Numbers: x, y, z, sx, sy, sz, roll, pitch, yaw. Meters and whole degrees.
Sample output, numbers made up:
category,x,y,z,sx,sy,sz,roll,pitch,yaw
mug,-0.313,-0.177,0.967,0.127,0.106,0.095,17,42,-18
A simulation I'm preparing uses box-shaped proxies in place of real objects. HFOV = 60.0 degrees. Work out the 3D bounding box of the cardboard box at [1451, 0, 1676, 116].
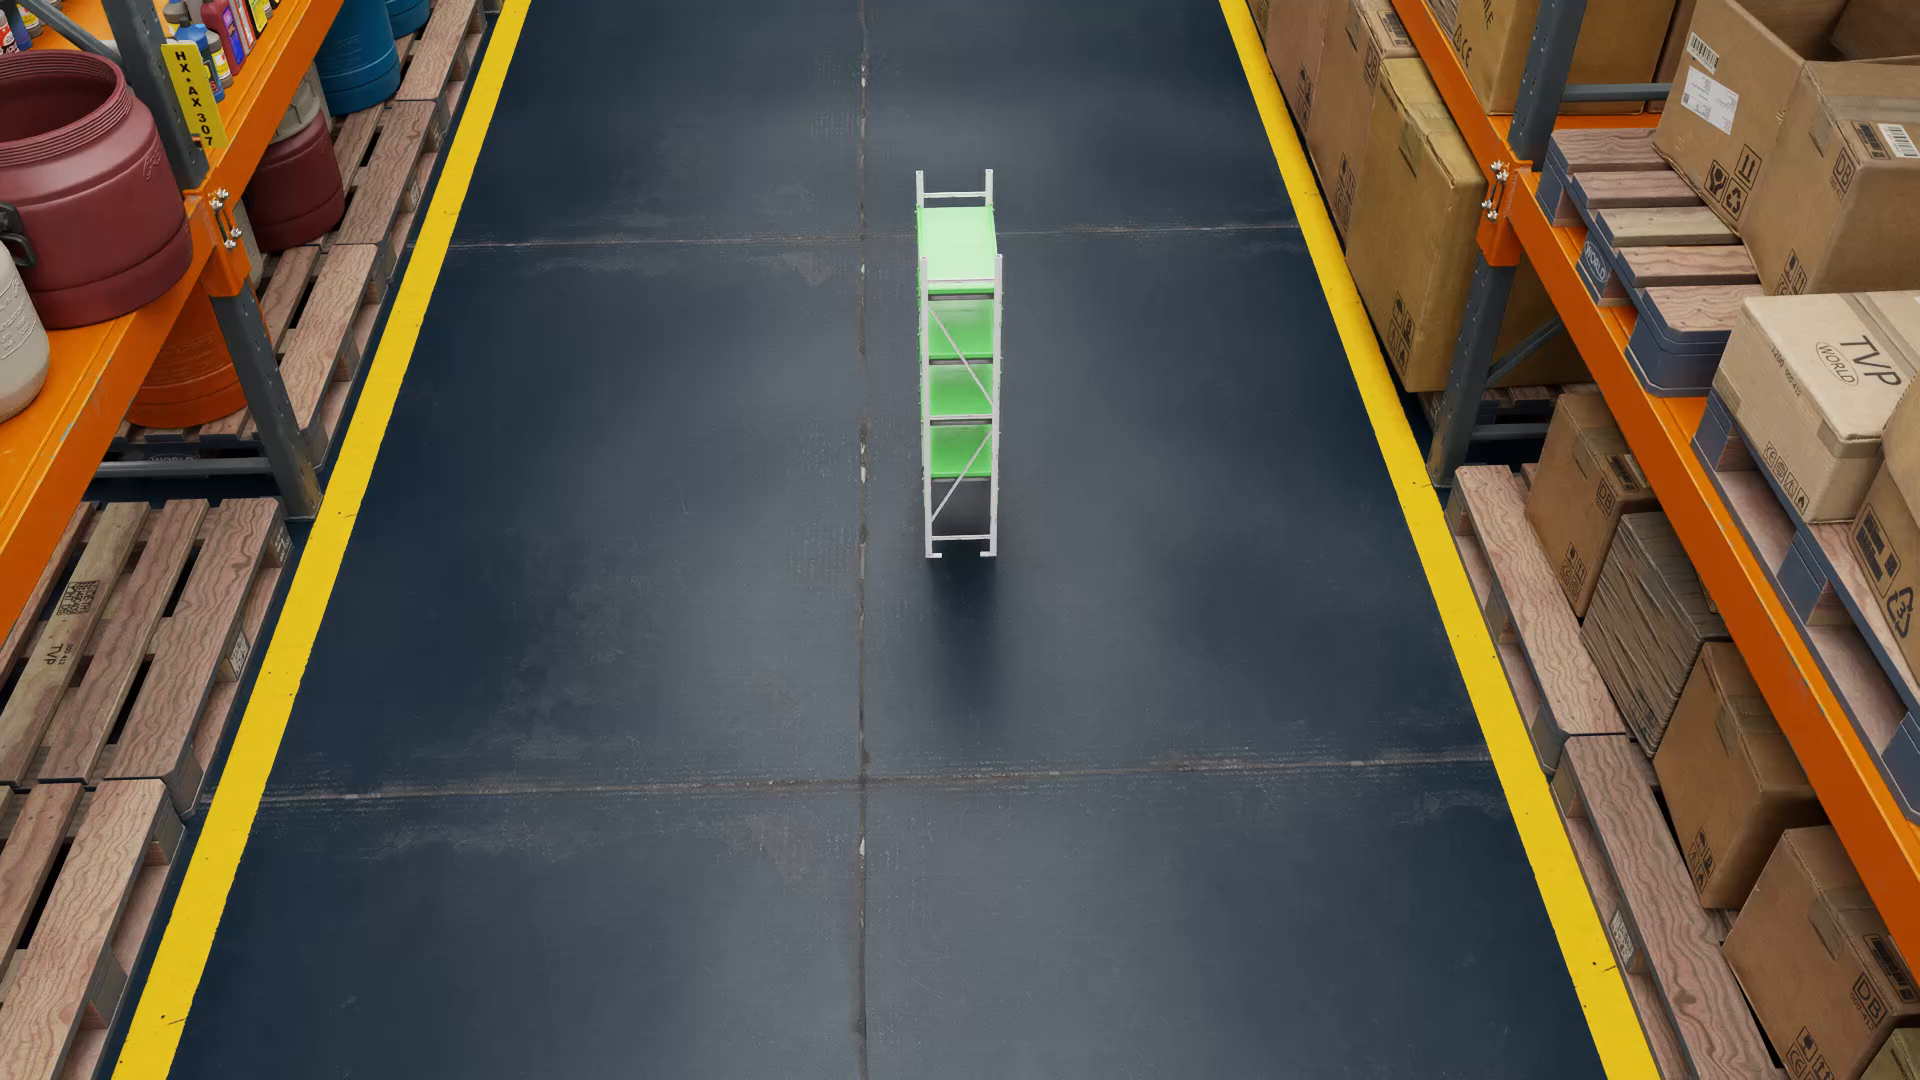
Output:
category,x,y,z,sx,sy,sz,roll,pitch,yaw
cardboard box,1.922,-1.704,5.315,0.500,0.500,0.500,0,43,0

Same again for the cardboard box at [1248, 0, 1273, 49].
category,x,y,z,sx,sy,sz,roll,pitch,yaw
cardboard box,2.068,-2.981,8.044,1.225,0.875,0.875,-2,43,-2

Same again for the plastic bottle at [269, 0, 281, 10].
category,x,y,z,sx,sy,sz,roll,pitch,yaw
plastic bottle,-2.443,-2.017,5.817,0.061,0.283,0.133,-2,43,-2

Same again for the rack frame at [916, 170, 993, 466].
category,x,y,z,sx,sy,sz,roll,pitch,yaw
rack frame,-0.017,-0.719,5.646,0.240,1.200,0.015,-2,43,-2

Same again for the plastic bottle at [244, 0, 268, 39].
category,x,y,z,sx,sy,sz,roll,pitch,yaw
plastic bottle,-2.433,-1.861,5.647,0.061,0.283,0.133,-2,43,-2

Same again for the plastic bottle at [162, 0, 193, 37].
category,x,y,z,sx,sy,sz,roll,pitch,yaw
plastic bottle,-2.597,-1.723,5.557,0.097,0.201,0.097,0,43,0

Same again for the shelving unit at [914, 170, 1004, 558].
category,x,y,z,sx,sy,sz,roll,pitch,yaw
shelving unit,-0.007,-0.554,5.466,0.258,1.200,0.503,-2,43,-2

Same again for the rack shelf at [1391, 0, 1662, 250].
category,x,y,z,sx,sy,sz,roll,pitch,yaw
rack shelf,2.106,-2.426,6.709,1.077,0.370,4.000,-2,43,-2

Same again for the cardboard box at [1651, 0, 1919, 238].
category,x,y,z,sx,sy,sz,roll,pitch,yaw
cardboard box,2.254,-1.169,4.421,0.500,0.500,0.500,-6,43,-7

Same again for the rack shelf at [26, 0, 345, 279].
category,x,y,z,sx,sy,sz,roll,pitch,yaw
rack shelf,-2.843,-2.284,6.554,1.077,0.370,4.000,-2,43,-2

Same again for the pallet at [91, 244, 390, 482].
category,x,y,z,sx,sy,sz,roll,pitch,yaw
pallet,-2.833,-0.702,6.359,1.003,0.211,1.213,-2,43,-2

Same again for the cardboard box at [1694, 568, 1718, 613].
category,x,y,z,sx,sy,sz,roll,pitch,yaw
cardboard box,2.282,-0.049,4.553,0.500,0.250,0.500,3,43,3

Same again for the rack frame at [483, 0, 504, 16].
category,x,y,z,sx,sy,sz,roll,pitch,yaw
rack frame,-2.928,-3.899,7.784,1.000,3.000,0.127,-2,43,-2

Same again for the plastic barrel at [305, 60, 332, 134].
category,x,y,z,sx,sy,sz,roll,pitch,yaw
plastic barrel,-2.957,-1.907,7.141,0.421,0.512,0.421,0,43,0

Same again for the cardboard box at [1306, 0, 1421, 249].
category,x,y,z,sx,sy,sz,roll,pitch,yaw
cardboard box,2.152,-1.781,6.735,1.225,0.875,0.875,-2,43,-2

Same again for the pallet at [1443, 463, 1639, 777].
category,x,y,z,sx,sy,sz,roll,pitch,yaw
pallet,2.222,0.215,5.360,1.003,0.211,1.213,-2,43,-2

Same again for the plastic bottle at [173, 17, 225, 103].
category,x,y,z,sx,sy,sz,roll,pitch,yaw
plastic bottle,-2.431,-1.532,5.296,0.097,0.271,0.097,0,43,0

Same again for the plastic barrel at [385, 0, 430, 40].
category,x,y,z,sx,sy,sz,roll,pitch,yaw
plastic barrel,-2.922,-2.913,7.950,0.600,0.901,0.708,-2,43,-2

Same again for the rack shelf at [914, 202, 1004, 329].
category,x,y,z,sx,sy,sz,roll,pitch,yaw
rack shelf,-0.007,-0.861,5.185,0.258,0.148,0.480,-2,43,-2

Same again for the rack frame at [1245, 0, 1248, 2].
category,x,y,z,sx,sy,sz,roll,pitch,yaw
rack frame,2.021,-4.041,7.939,1.000,3.000,0.127,-2,43,-2

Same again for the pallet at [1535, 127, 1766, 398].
category,x,y,z,sx,sy,sz,roll,pitch,yaw
pallet,2.327,-0.792,4.536,1.213,0.211,1.003,-2,43,-2

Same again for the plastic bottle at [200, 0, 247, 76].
category,x,y,z,sx,sy,sz,roll,pitch,yaw
plastic bottle,-2.422,-1.680,5.450,0.061,0.283,0.133,-2,43,-2

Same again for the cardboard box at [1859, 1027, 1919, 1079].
category,x,y,z,sx,sy,sz,roll,pitch,yaw
cardboard box,2.354,1.381,3.548,0.700,0.500,0.500,-2,43,-2

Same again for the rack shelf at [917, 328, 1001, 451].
category,x,y,z,sx,sy,sz,roll,pitch,yaw
rack shelf,-0.007,-0.507,5.510,0.258,0.148,0.480,-2,43,-2

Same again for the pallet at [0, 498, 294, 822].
category,x,y,z,sx,sy,sz,roll,pitch,yaw
pallet,-2.764,0.353,5.208,1.003,0.211,1.213,-2,43,-2

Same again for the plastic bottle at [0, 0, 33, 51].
category,x,y,z,sx,sy,sz,roll,pitch,yaw
plastic bottle,-3.206,-1.778,5.565,0.097,0.271,0.097,0,43,0

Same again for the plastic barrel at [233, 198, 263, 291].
category,x,y,z,sx,sy,sz,roll,pitch,yaw
plastic barrel,-2.909,-1.145,6.309,0.421,0.512,0.421,0,43,0

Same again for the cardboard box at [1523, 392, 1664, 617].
category,x,y,z,sx,sy,sz,roll,pitch,yaw
cardboard box,2.239,-0.130,5.196,0.700,0.500,0.500,-4,43,-4

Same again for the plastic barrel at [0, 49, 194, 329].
category,x,y,z,sx,sy,sz,roll,pitch,yaw
plastic barrel,-2.435,-0.944,4.460,0.600,0.536,0.708,-2,43,-2

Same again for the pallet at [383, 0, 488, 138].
category,x,y,z,sx,sy,sz,roll,pitch,yaw
pallet,-2.937,-2.349,8.156,1.003,0.211,1.213,-2,43,-2

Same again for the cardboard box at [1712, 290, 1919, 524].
category,x,y,z,sx,sy,sz,roll,pitch,yaw
cardboard box,2.032,-0.302,3.660,0.500,0.250,0.500,-3,43,-3

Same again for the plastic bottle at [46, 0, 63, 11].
category,x,y,z,sx,sy,sz,roll,pitch,yaw
plastic bottle,-3.218,-1.949,5.803,0.097,0.201,0.097,0,43,0

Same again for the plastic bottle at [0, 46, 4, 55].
category,x,y,z,sx,sy,sz,roll,pitch,yaw
plastic bottle,-3.198,-1.620,5.445,0.097,0.201,0.097,0,43,0

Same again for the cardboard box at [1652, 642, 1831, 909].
category,x,y,z,sx,sy,sz,roll,pitch,yaw
cardboard box,2.306,0.627,4.371,0.700,0.500,0.500,2,43,2

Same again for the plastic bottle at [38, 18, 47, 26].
category,x,y,z,sx,sy,sz,roll,pitch,yaw
plastic bottle,-3.214,-1.909,5.708,0.097,0.271,0.097,0,43,0
